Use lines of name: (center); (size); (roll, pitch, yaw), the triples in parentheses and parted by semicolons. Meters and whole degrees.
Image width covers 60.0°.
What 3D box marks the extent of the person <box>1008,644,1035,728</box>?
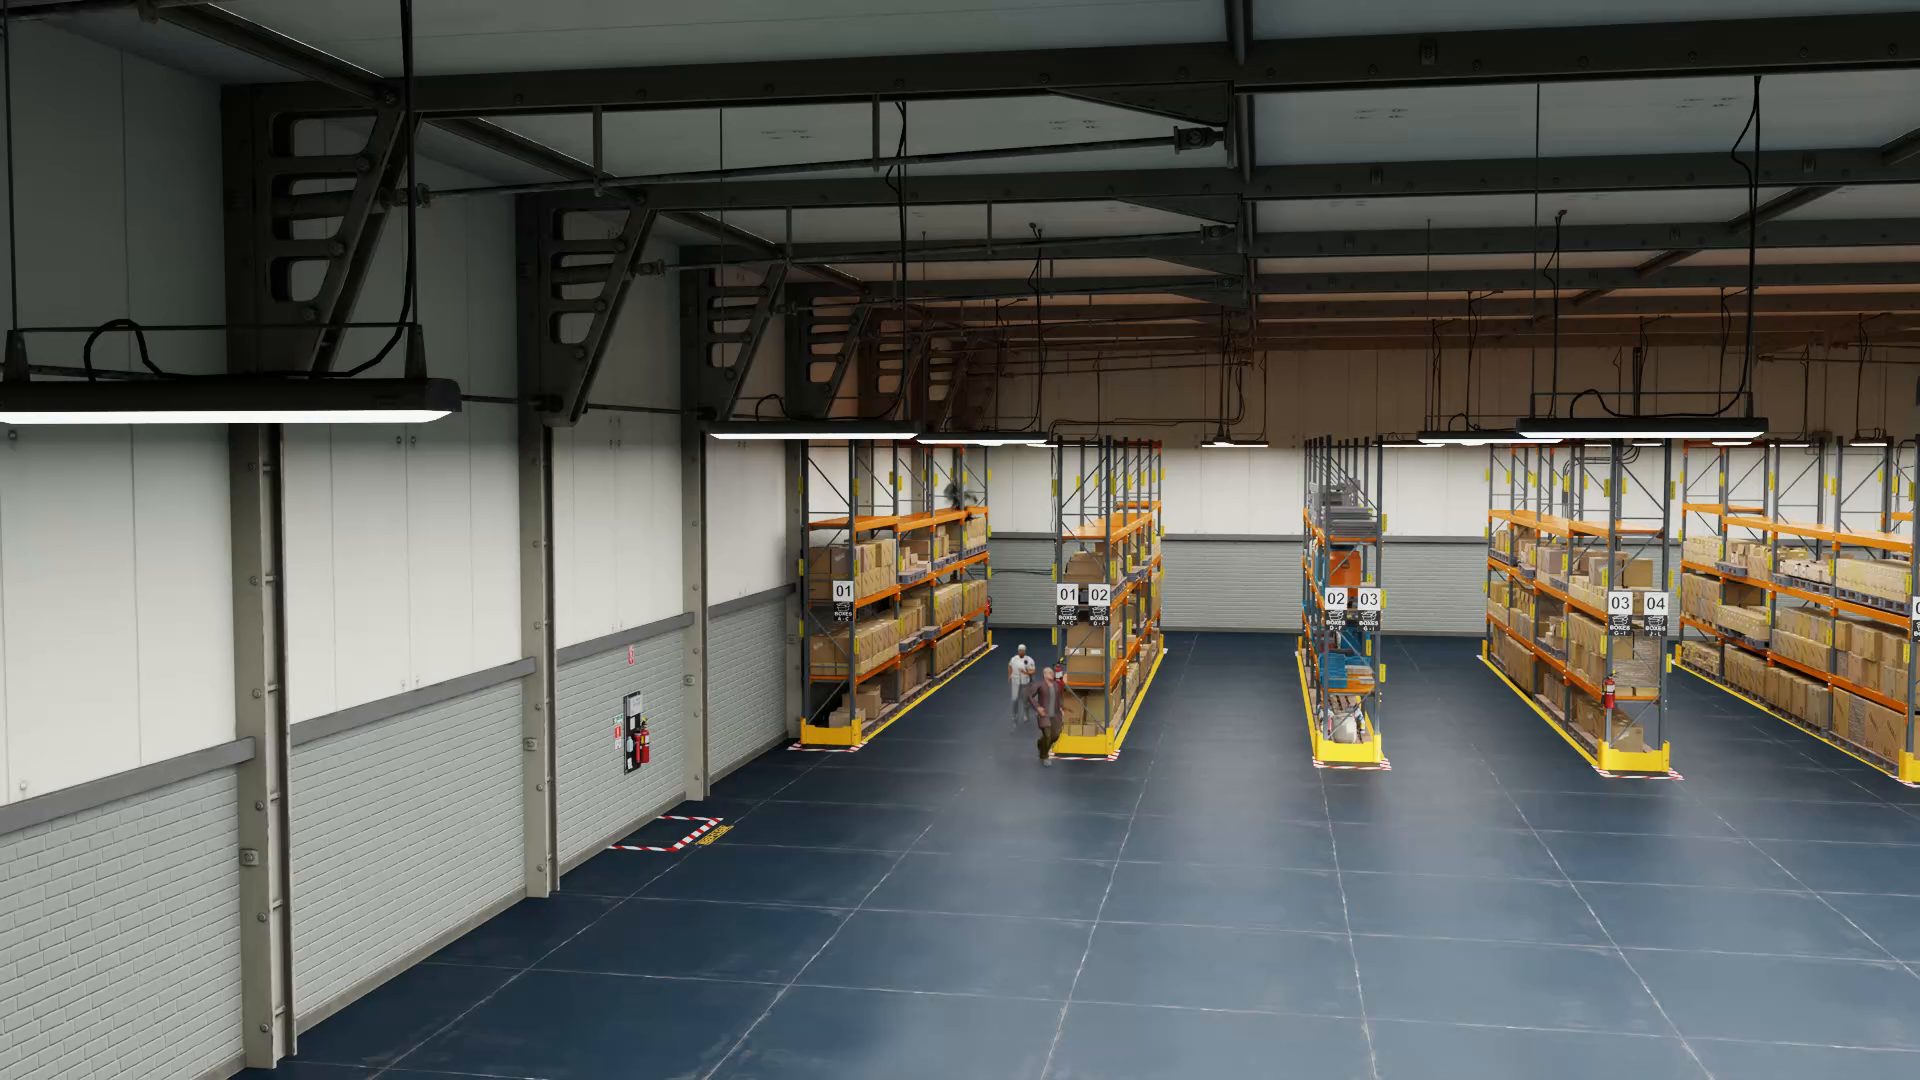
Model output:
person: (1.277, 3.029, 34.535); (0.582, 1.732, 0.759); (0, 3, 7)

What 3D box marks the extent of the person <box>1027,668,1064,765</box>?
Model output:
person: (1.596, 3.218, 30.485); (0.736, 1.747, 0.595); (-2, 4, -30)
